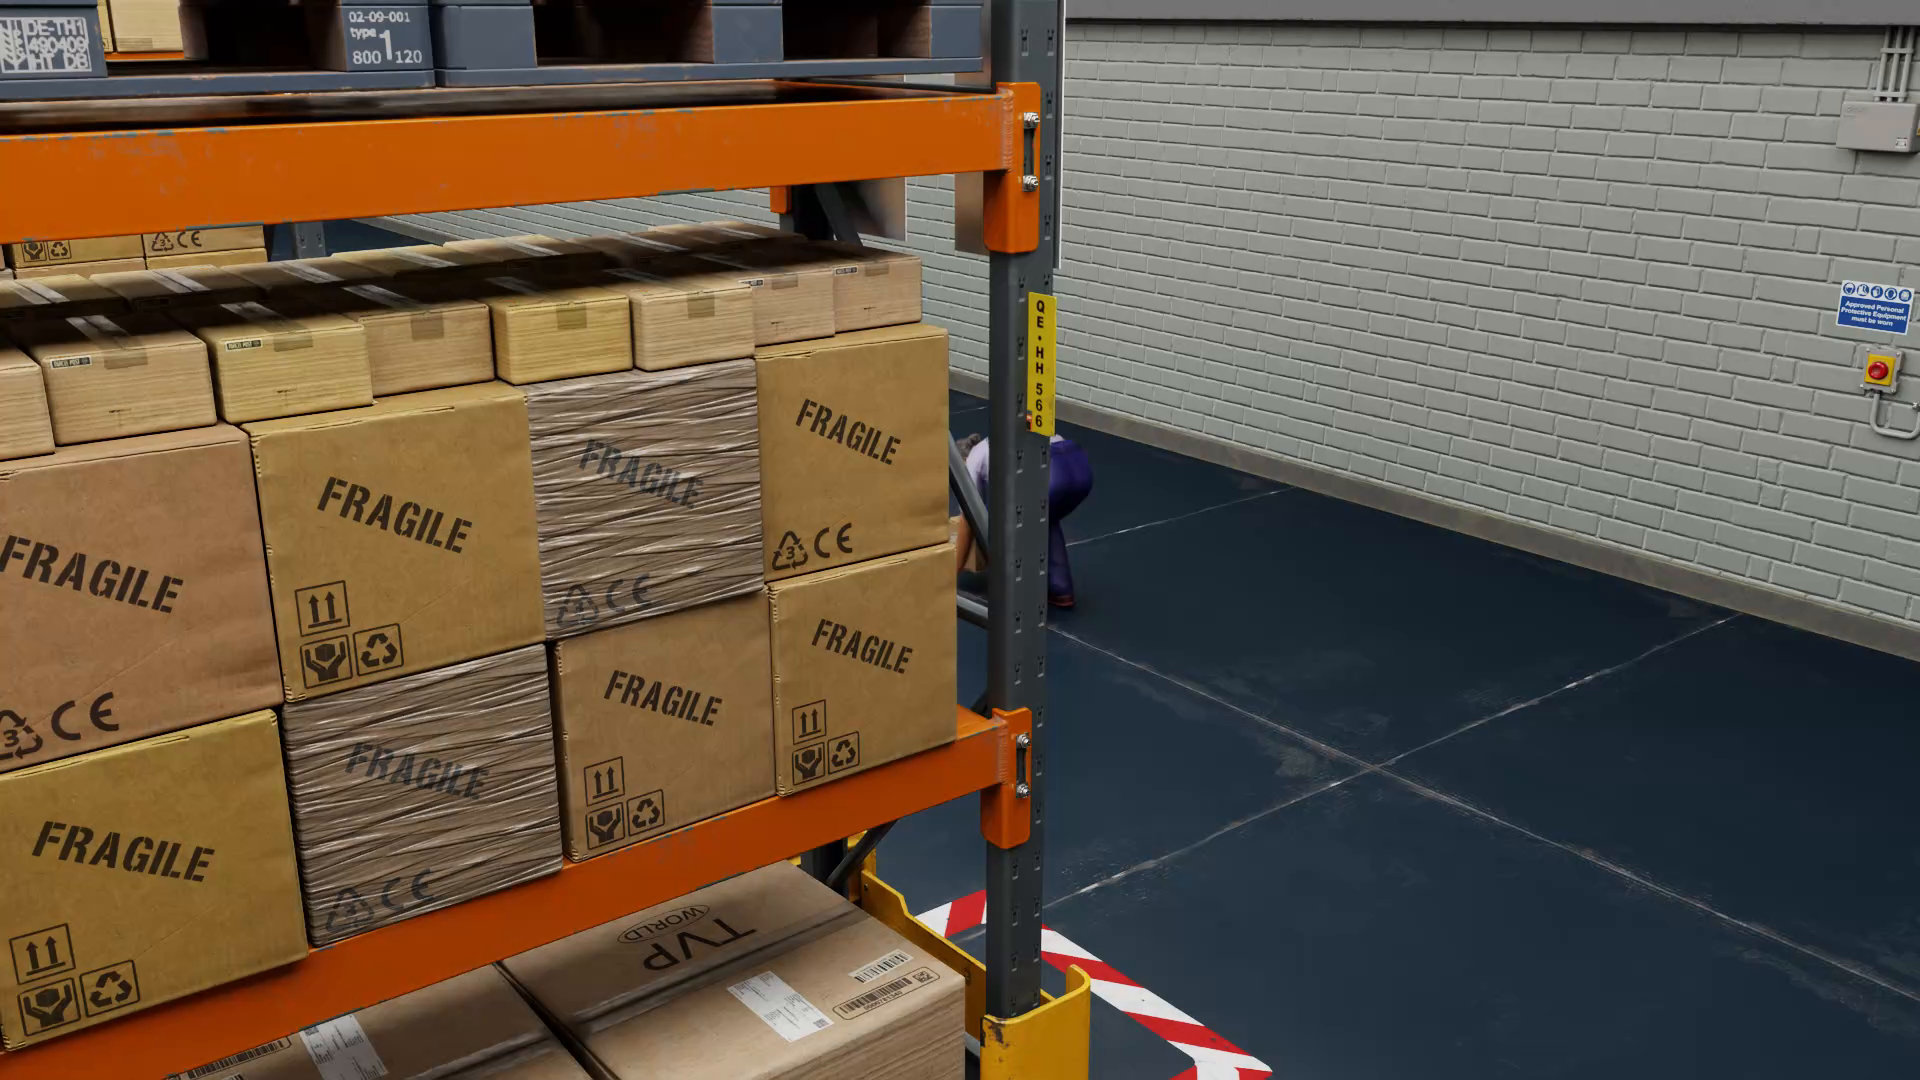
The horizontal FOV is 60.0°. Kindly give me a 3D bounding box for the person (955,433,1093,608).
[{"bbox_3d":[0.270,-0.127,8.646,0.505,0.933,0.905,-15,23,-39],"label":"person"}]
